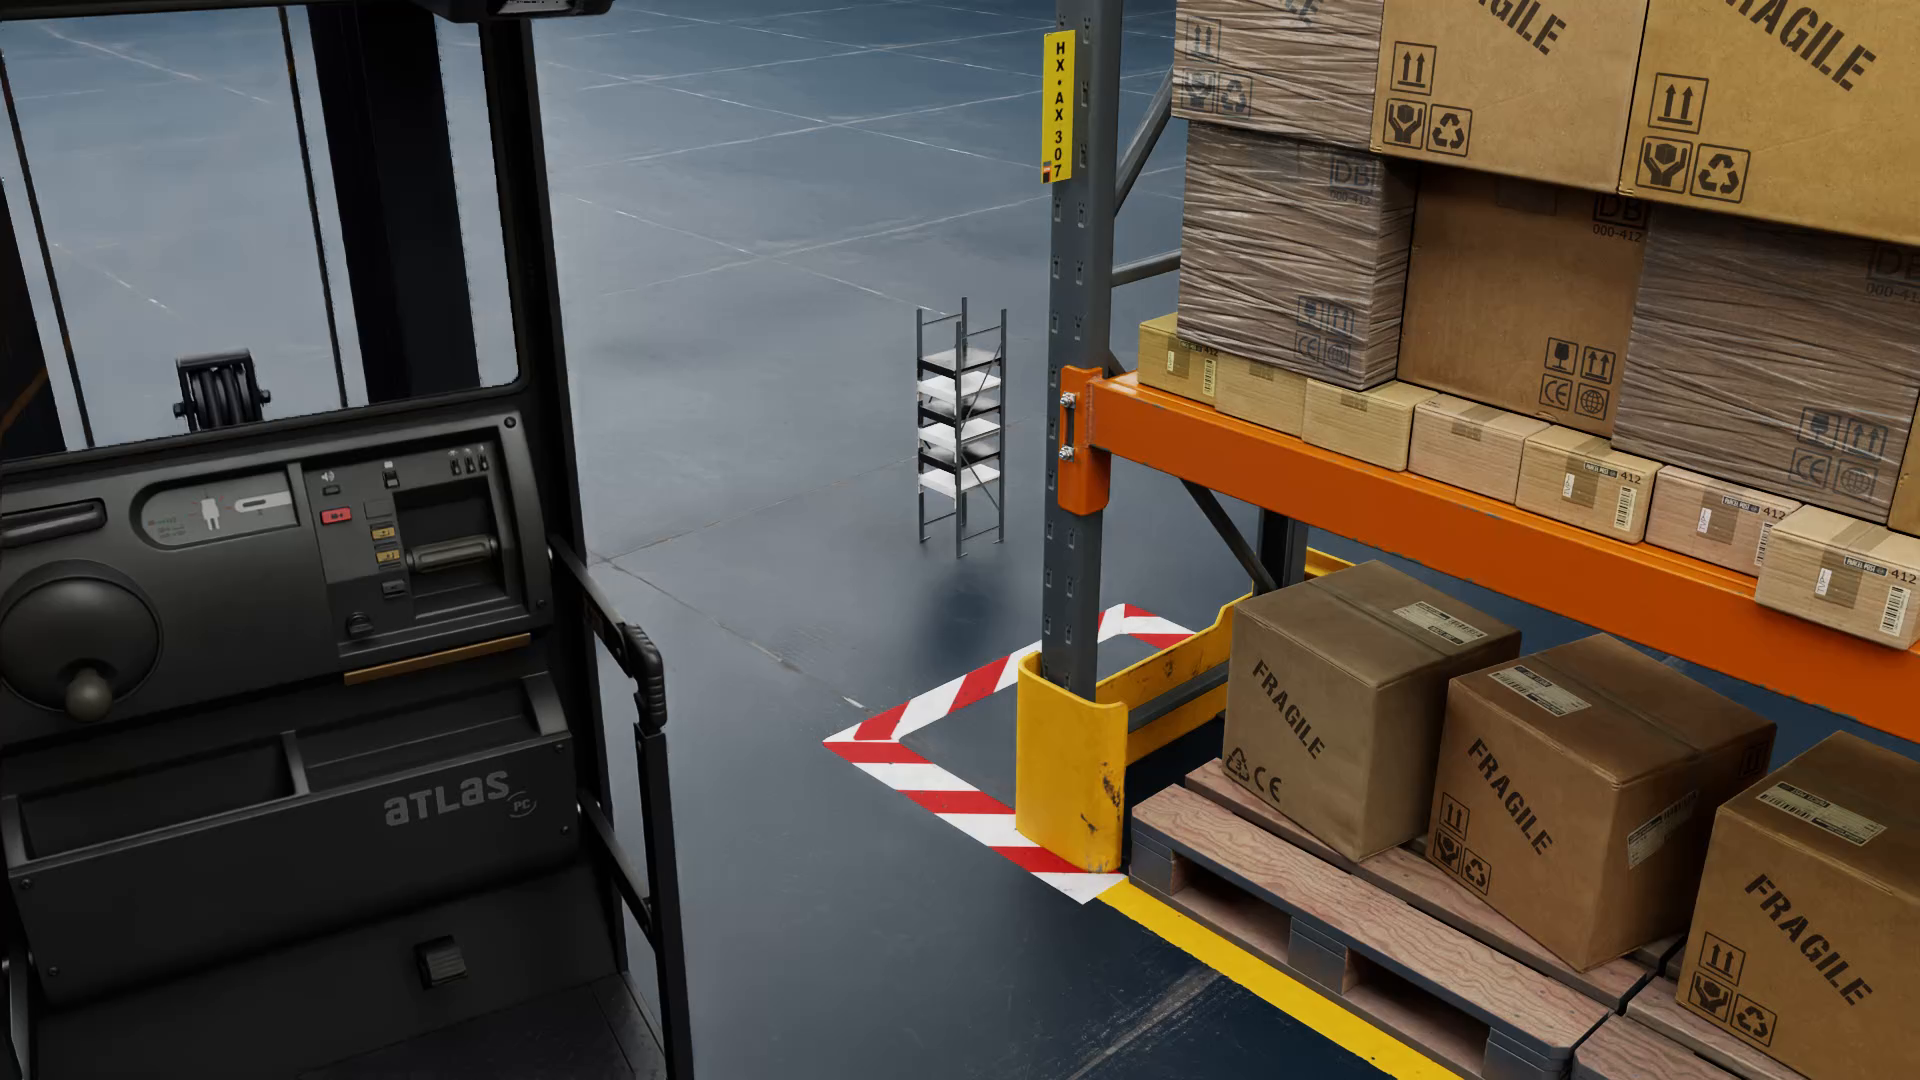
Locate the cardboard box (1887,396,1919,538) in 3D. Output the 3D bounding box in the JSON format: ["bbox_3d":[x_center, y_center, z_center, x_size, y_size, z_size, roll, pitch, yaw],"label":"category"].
[{"bbox_3d":[2.045,-0.293,2.800,0.875,0.500,0.500,-21,32,-38],"label":"cardboard box"}]

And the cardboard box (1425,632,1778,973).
[{"bbox_3d":[1.465,0.588,3.852,0.500,0.500,0.500,-12,27,-25],"label":"cardboard box"}]

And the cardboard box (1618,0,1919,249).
[{"bbox_3d":[1.473,-0.810,2.729,0.500,0.500,0.500,-21,32,-38],"label":"cardboard box"}]

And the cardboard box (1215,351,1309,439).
[{"bbox_3d":[0.794,-0.374,3.758,0.380,0.149,0.250,-21,32,-38],"label":"cardboard box"}]

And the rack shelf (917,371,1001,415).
[{"bbox_3d":[0.006,-0.540,5.997,0.258,0.077,0.200,-21,32,-38],"label":"rack shelf"}]

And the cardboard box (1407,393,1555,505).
[{"bbox_3d":[1.140,-0.224,3.429,0.380,0.149,0.250,-21,32,-38],"label":"cardboard box"}]

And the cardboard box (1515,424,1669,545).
[{"bbox_3d":[1.306,-0.146,3.259,0.380,0.149,0.250,-21,32,-38],"label":"cardboard box"}]

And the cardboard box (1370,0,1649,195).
[{"bbox_3d":[1.130,-0.961,3.060,0.500,0.500,0.500,-21,32,-38],"label":"cardboard box"}]

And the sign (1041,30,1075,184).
[{"bbox_3d":[0.221,-0.963,3.704,0.100,0.325,0.005,-21,32,-38],"label":"sign"}]

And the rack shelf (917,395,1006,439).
[{"bbox_3d":[0.006,-0.459,6.034,0.258,0.077,0.200,-21,32,-38],"label":"rack shelf"}]

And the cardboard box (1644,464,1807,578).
[{"bbox_3d":[1.497,-0.078,3.110,0.380,0.149,0.250,-21,32,-38],"label":"cardboard box"}]

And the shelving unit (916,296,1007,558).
[{"bbox_3d":[0.006,-0.407,6.058,0.258,0.900,0.210,-21,32,-38],"label":"shelving unit"}]

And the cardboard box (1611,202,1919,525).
[{"bbox_3d":[1.712,-0.448,3.140,0.875,0.500,0.500,-21,32,-38],"label":"cardboard box"}]

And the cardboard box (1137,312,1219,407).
[{"bbox_3d":[0.638,-0.455,3.936,0.380,0.149,0.250,-21,32,-38],"label":"cardboard box"}]

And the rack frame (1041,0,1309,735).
[{"bbox_3d":[0.617,-0.723,4.221,1.000,3.000,0.127,-21,32,-38],"label":"rack frame"}]

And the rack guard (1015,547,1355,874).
[{"bbox_3d":[0.669,0.437,4.689,1.175,0.500,0.348,-21,32,-38],"label":"rack guard"}]

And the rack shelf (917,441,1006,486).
[{"bbox_3d":[0.006,-0.295,6.109,0.258,0.077,0.200,-21,32,-38],"label":"rack shelf"}]

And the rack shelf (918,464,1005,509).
[{"bbox_3d":[0.006,-0.213,6.146,0.258,0.077,0.200,-21,32,-38],"label":"rack shelf"}]

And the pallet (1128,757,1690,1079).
[{"bbox_3d":[1.198,0.825,4.188,1.003,0.211,1.213,-21,32,-38],"label":"pallet"}]

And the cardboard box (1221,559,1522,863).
[{"bbox_3d":[1.031,0.417,4.227,0.500,0.500,0.500,-15,28,-29],"label":"cardboard box"}]

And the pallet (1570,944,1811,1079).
[{"bbox_3d":[2.028,1.194,3.378,1.003,0.211,1.213,-21,32,-38],"label":"pallet"}]

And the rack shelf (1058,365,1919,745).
[{"bbox_3d":[1.984,0.210,3.042,1.077,0.370,4.000,-21,32,-38],"label":"rack shelf"}]

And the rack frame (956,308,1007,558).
[{"bbox_3d":[0.075,-0.376,5.990,0.240,0.900,0.006,-21,32,-38],"label":"rack frame"}]

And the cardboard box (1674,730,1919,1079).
[{"bbox_3d":[1.879,0.784,3.424,0.500,0.500,0.500,-18,30,-34],"label":"cardboard box"}]

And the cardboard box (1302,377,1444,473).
[{"bbox_3d":[0.954,-0.294,3.582,0.380,0.149,0.250,-21,32,-38],"label":"cardboard box"}]

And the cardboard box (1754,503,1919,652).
[{"bbox_3d":[1.592,0.027,2.879,0.380,0.149,0.250,-21,32,-38],"label":"cardboard box"}]

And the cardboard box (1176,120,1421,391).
[{"bbox_3d":[0.973,-0.729,3.756,0.875,0.500,0.500,-21,32,-38],"label":"cardboard box"}]

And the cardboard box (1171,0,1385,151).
[{"bbox_3d":[0.794,-1.115,3.396,0.500,0.500,0.500,-21,32,-38],"label":"cardboard box"}]

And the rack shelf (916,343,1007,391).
[{"bbox_3d":[0.006,-0.622,5.960,0.258,0.077,0.200,-21,32,-38],"label":"rack shelf"}]

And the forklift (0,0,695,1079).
[{"bbox_3d":[-1.064,0.063,2.581,1.130,2.935,3.031,-13,27,-25],"label":"forklift"}]

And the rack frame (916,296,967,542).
[{"bbox_3d":[-0.064,-0.438,6.125,0.240,0.900,0.006,-21,32,-38],"label":"rack frame"}]

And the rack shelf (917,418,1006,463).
[{"bbox_3d":[0.006,-0.377,6.072,0.258,0.077,0.200,-21,32,-38],"label":"rack shelf"}]

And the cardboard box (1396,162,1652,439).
[{"bbox_3d":[1.402,-0.612,3.499,0.875,0.500,0.500,-21,32,-38],"label":"cardboard box"}]
